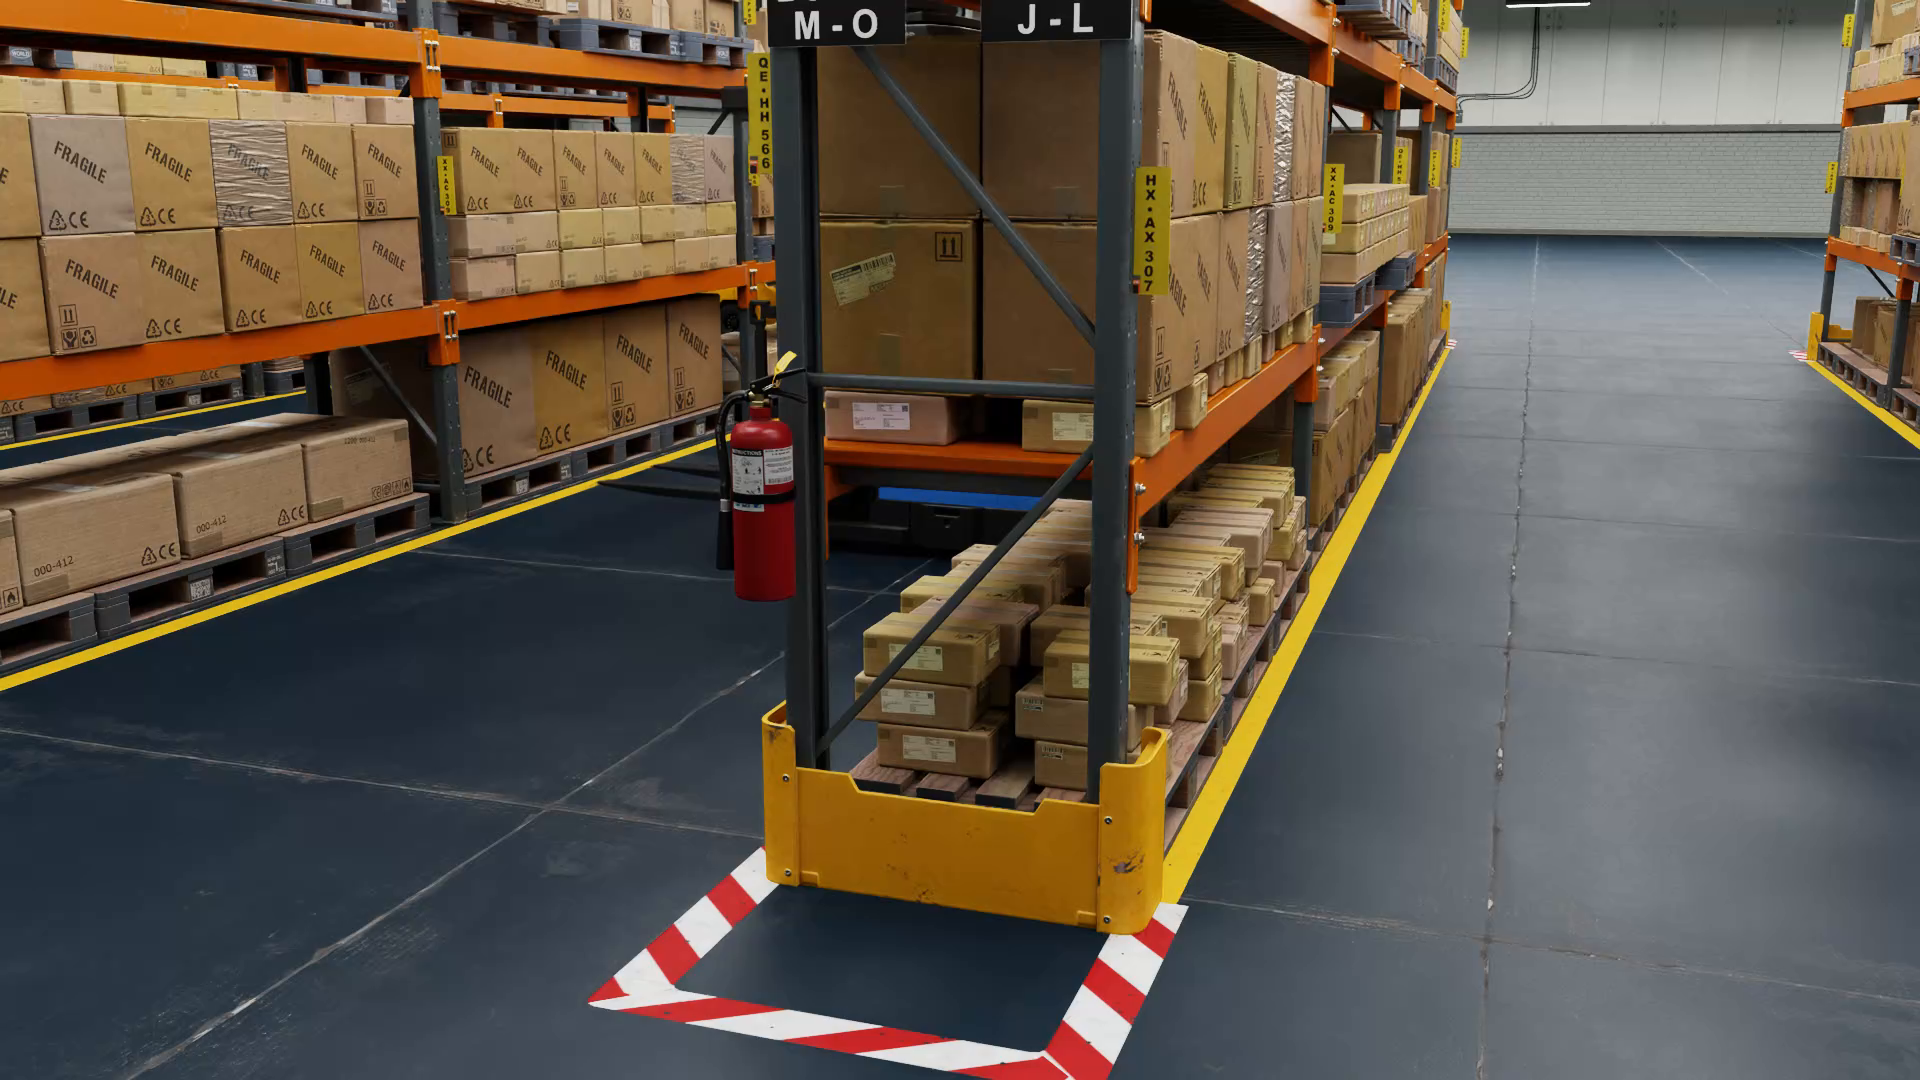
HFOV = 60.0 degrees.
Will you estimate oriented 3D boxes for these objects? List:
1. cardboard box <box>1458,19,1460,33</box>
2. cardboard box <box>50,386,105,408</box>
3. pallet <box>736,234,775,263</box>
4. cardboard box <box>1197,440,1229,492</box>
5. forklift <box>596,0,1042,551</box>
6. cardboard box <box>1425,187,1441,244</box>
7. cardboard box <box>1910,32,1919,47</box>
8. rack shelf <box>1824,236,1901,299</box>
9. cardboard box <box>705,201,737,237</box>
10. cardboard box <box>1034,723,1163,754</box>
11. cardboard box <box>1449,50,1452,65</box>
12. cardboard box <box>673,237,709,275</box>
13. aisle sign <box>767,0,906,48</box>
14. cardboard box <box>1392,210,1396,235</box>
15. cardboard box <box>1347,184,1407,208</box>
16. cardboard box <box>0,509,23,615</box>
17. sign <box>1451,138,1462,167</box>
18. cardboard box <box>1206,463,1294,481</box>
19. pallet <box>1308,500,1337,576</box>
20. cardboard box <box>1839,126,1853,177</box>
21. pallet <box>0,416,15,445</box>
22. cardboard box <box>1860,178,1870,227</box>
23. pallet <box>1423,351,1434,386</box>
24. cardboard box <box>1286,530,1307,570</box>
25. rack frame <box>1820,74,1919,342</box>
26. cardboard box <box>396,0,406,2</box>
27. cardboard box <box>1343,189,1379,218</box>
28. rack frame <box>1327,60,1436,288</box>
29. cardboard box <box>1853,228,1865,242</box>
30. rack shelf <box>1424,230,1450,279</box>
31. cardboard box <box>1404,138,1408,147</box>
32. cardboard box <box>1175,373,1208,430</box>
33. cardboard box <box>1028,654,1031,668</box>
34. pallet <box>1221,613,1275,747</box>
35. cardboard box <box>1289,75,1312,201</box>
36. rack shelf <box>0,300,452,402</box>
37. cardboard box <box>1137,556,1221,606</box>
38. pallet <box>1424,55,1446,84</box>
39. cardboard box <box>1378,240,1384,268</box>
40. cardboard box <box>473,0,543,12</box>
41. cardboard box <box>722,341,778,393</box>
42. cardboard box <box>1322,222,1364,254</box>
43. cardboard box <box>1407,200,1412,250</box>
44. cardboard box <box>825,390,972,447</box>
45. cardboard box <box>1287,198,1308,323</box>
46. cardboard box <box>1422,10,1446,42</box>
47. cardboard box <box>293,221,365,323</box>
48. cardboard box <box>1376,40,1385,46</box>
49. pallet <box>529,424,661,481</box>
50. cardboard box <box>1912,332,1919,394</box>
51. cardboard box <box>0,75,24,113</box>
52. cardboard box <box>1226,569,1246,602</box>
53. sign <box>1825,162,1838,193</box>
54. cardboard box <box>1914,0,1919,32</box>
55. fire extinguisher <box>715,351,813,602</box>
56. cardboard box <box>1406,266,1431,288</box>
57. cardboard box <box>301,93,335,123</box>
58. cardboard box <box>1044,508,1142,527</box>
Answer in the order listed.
[{"bbox_3d":[5.204,-5.565,17.992,0.380,0.149,0.250,5,14,19],"label":"cardboard box"},{"bbox_3d":[-7.268,-1.348,13.325,0.500,0.500,0.500,4,13,16],"label":"cardboard box"},{"bbox_3d":[-2.018,-2.499,14.129,1.213,0.211,1.003,4,14,18],"label":"pallet"},{"bbox_3d":[1.275,-0.418,9.252,0.500,0.500,0.500,4,13,17],"label":"cardboard box"},{"bbox_3d":[-0.665,-1.496,9.456,3.031,2.935,1.130,5,14,22],"label":"forklift"},{"bbox_3d":[4.413,-3.317,16.941,0.875,0.550,0.550,4,14,18],"label":"cardboard box"},{"bbox_3d":[8.527,-4.346,14.486,0.380,0.149,0.250,4,13,16],"label":"cardboard box"},{"bbox_3d":[9.170,-2.634,15.906,1.077,0.370,4.000,4,14,18],"label":"rack shelf"},{"bbox_3d":[-2.064,-2.486,12.851,0.500,0.250,0.500,4,14,18],"label":"cardboard box"},{"bbox_3d":[0.460,0.621,5.489,0.380,0.149,0.250,4,14,18],"label":"cardboard box"},{"bbox_3d":[4.794,-4.908,16.906,0.380,0.149,0.250,5,14,19],"label":"cardboard box"},{"bbox_3d":[-2.216,-2.128,12.409,0.500,0.250,0.500,5,14,19],"label":"cardboard box"},{"bbox_3d":[-0.328,-1.689,4.307,0.394,0.787,0.004,4,14,18],"label":"aisle sign"},{"bbox_3d":[2.508,-1.974,10.347,0.380,0.149,0.250,4,14,18],"label":"cardboard box"},{"bbox_3d":[2.760,-2.284,11.036,0.380,0.149,0.250,4,14,18],"label":"cardboard box"},{"bbox_3d":[-4.618,0.147,6.916,0.875,0.438,0.875,4,13,16],"label":"cardboard box"},{"bbox_3d":[5.666,-4.423,18.989,0.100,0.325,0.005,4,14,18],"label":"sign"},{"bbox_3d":[1.405,-0.269,8.052,0.380,0.149,0.250,5,14,20],"label":"cardboard box"},{"bbox_3d":[1.525,-0.063,9.287,1.003,0.211,1.213,4,14,18],"label":"pallet"},{"bbox_3d":[9.382,-3.991,17.094,0.500,0.500,0.500,4,14,18],"label":"cardboard box"},{"bbox_3d":[-7.913,-0.764,12.362,1.003,0.211,1.213,4,14,18],"label":"pallet"},{"bbox_3d":[9.565,-3.372,16.628,0.875,0.500,0.500,4,14,18],"label":"cardboard box"},{"bbox_3d":[4.183,-1.737,16.625,1.003,0.211,1.213,4,14,18],"label":"pallet"},{"bbox_3d":[1.470,0.034,8.060,0.380,0.149,0.250,5,14,19],"label":"cardboard box"},{"bbox_3d":[9.817,-3.406,17.670,1.000,3.000,0.127,4,14,18],"label":"rack frame"},{"bbox_3d":[-3.356,-3.417,10.235,0.500,0.311,0.500,4,14,18],"label":"cardboard box"},{"bbox_3d":[2.090,-1.845,9.116,0.380,0.149,0.250,4,14,18],"label":"cardboard box"},{"bbox_3d":[3.863,-2.942,15.638,1.000,3.000,0.127,4,14,18],"label":"rack frame"},{"bbox_3d":[9.157,-3.032,16.595,0.380,0.149,0.250,4,14,18],"label":"cardboard box"},{"bbox_3d":[4.510,-3.013,17.563,1.077,0.370,4.000,4,14,18],"label":"rack shelf"},{"bbox_3d":[3.543,-3.265,14.581,0.700,0.500,0.500,4,13,17],"label":"cardboard box"},{"bbox_3d":[0.576,-0.447,5.271,0.380,0.149,0.250,4,13,17],"label":"cardboard box"},{"bbox_3d":[0.047,0.383,5.863,0.380,0.149,0.250,4,13,16],"label":"cardboard box"},{"bbox_3d":[0.697,0.503,6.809,1.003,0.211,1.213,4,14,18],"label":"pallet"},{"bbox_3d":[1.216,-1.712,7.105,0.500,0.500,0.500,4,13,17],"label":"cardboard box"},{"bbox_3d":[-4.089,-0.821,7.962,1.077,0.370,4.000,4,14,18],"label":"rack shelf"},{"bbox_3d":[0.750,0.167,6.141,0.380,0.149,0.250,5,14,21],"label":"cardboard box"},{"bbox_3d":[4.137,-4.533,16.066,1.003,0.211,1.213,4,14,18],"label":"pallet"},{"bbox_3d":[2.254,-1.665,9.664,0.380,0.149,0.250,4,13,17],"label":"cardboard box"},{"bbox_3d":[-2.883,-3.474,10.057,0.500,0.500,0.500,4,13,17],"label":"cardboard box"},{"bbox_3d":[-1.956,-1.477,14.180,0.950,0.372,0.625,3,13,15],"label":"cardboard box"},{"bbox_3d":[1.837,-1.535,8.425,0.380,0.149,0.250,5,14,19],"label":"cardboard box"},{"bbox_3d":[3.295,-2.437,13.201,0.500,0.500,0.500,4,14,18],"label":"cardboard box"},{"bbox_3d":[-0.182,-0.382,4.986,0.380,0.149,0.250,4,14,18],"label":"cardboard box"},{"bbox_3d":[1.216,-1.220,7.200,0.500,0.500,0.500,4,13,17],"label":"cardboard box"},{"bbox_3d":[4.286,-4.813,15.593,0.500,0.250,0.500,4,14,19],"label":"cardboard box"},{"bbox_3d":[-3.512,-1.417,8.731,0.500,0.500,0.500,4,13,17],"label":"cardboard box"},{"bbox_3d":[2.309,-3.262,10.071,0.500,0.500,0.500,4,14,18],"label":"cardboard box"},{"bbox_3d":[-2.871,-0.659,11.902,1.003,0.211,1.213,4,14,18],"label":"pallet"},{"bbox_3d":[8.304,-1.432,13.650,0.700,0.500,0.500,3,13,14],"label":"cardboard box"},{"bbox_3d":[-4.082,-1.822,6.799,0.380,0.149,0.250,4,13,17],"label":"cardboard box"},{"bbox_3d":[0.984,0.143,6.916,0.380,0.149,0.250,4,13,16],"label":"cardboard box"},{"bbox_3d":[9.304,-3.867,17.745,0.100,0.325,0.005,4,14,18],"label":"sign"},{"bbox_3d":[8.427,-4.577,14.042,0.500,0.500,0.500,4,13,17],"label":"cardboard box"},{"bbox_3d":[-0.538,-0.176,4.532,0.296,0.674,0.183,4,14,18],"label":"fire extinguisher"},{"bbox_3d":[4.132,-2.239,16.386,0.875,0.875,0.875,5,14,19],"label":"cardboard box"},{"bbox_3d":[-3.519,-2.258,8.712,0.380,0.149,0.250,4,14,18],"label":"cardboard box"},{"bbox_3d":[0.554,-0.027,6.992,0.380,0.149,0.250,4,13,16],"label":"cardboard box"}]
